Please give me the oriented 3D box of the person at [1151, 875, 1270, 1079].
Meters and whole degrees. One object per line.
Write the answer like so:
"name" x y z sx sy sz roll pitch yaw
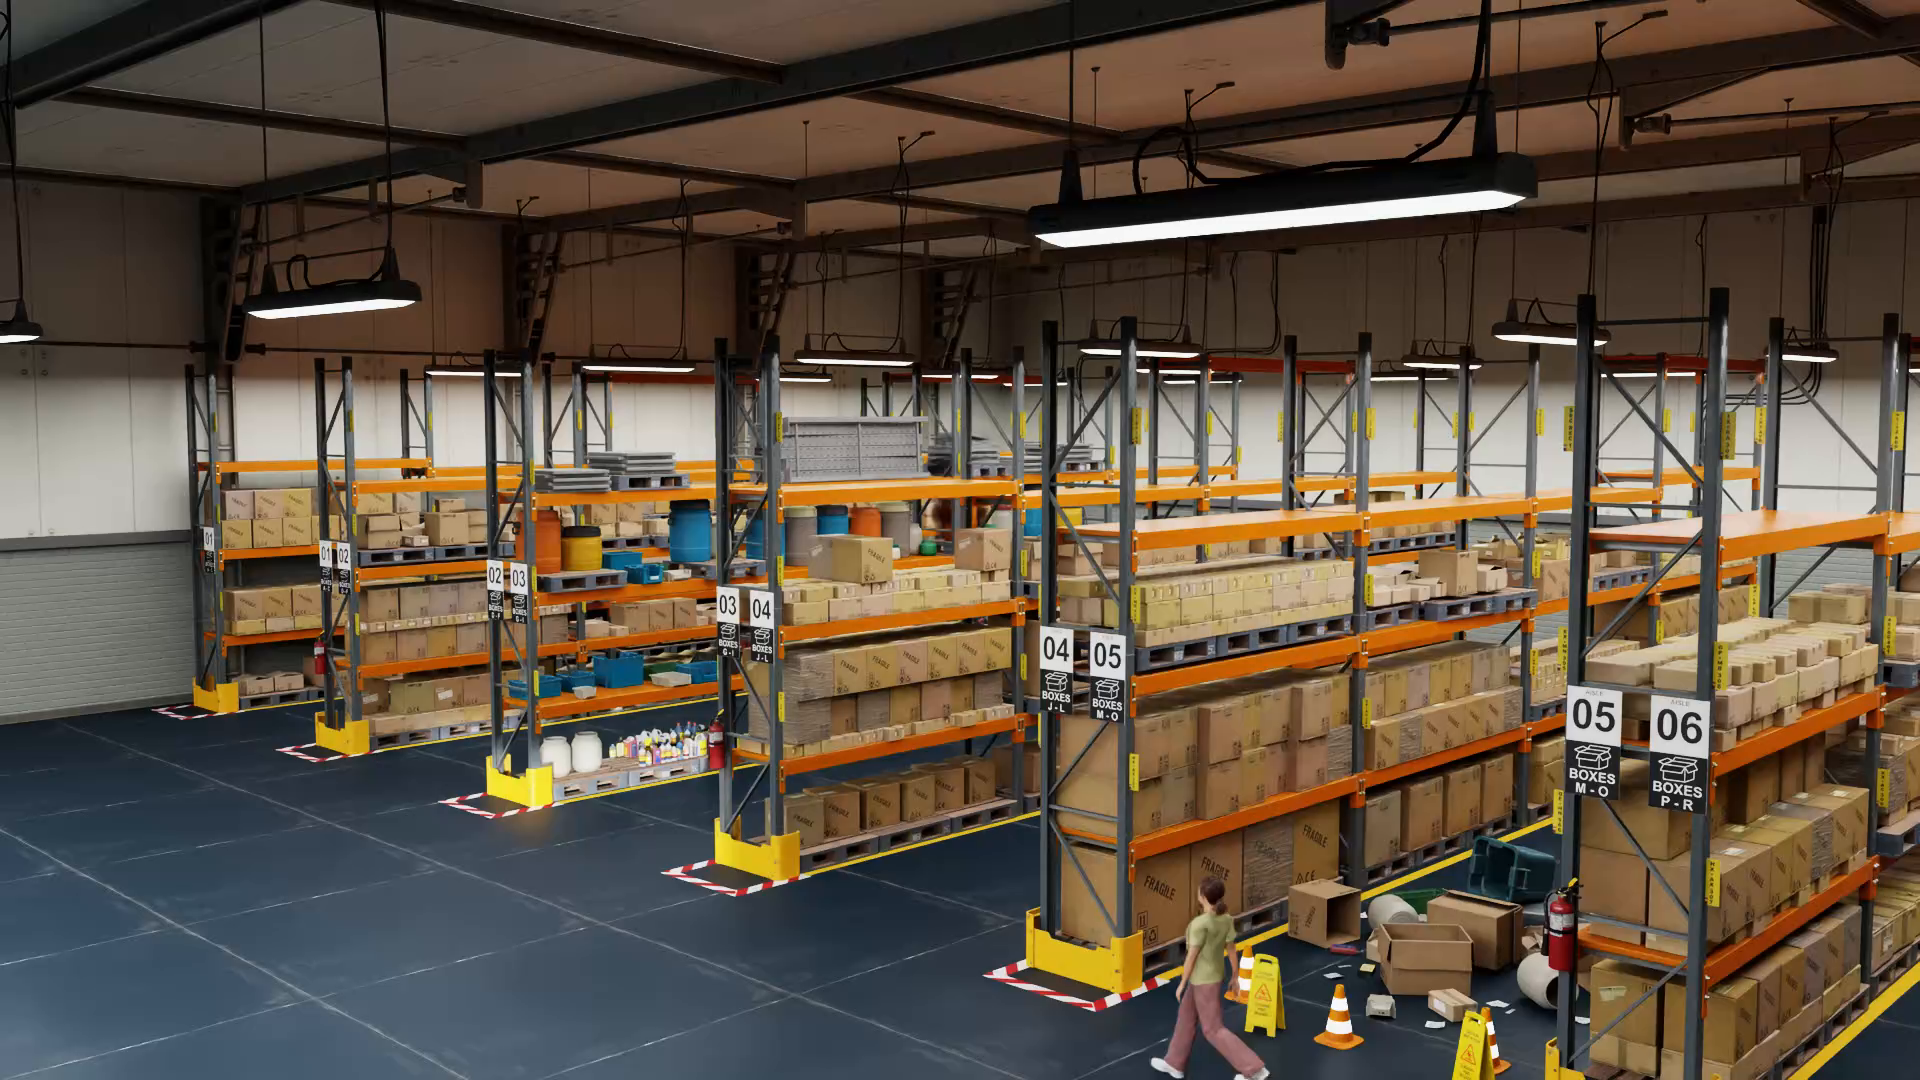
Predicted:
"person" 1.902 3.375 12.704 0.985 1.638 0.434 2 5 21
